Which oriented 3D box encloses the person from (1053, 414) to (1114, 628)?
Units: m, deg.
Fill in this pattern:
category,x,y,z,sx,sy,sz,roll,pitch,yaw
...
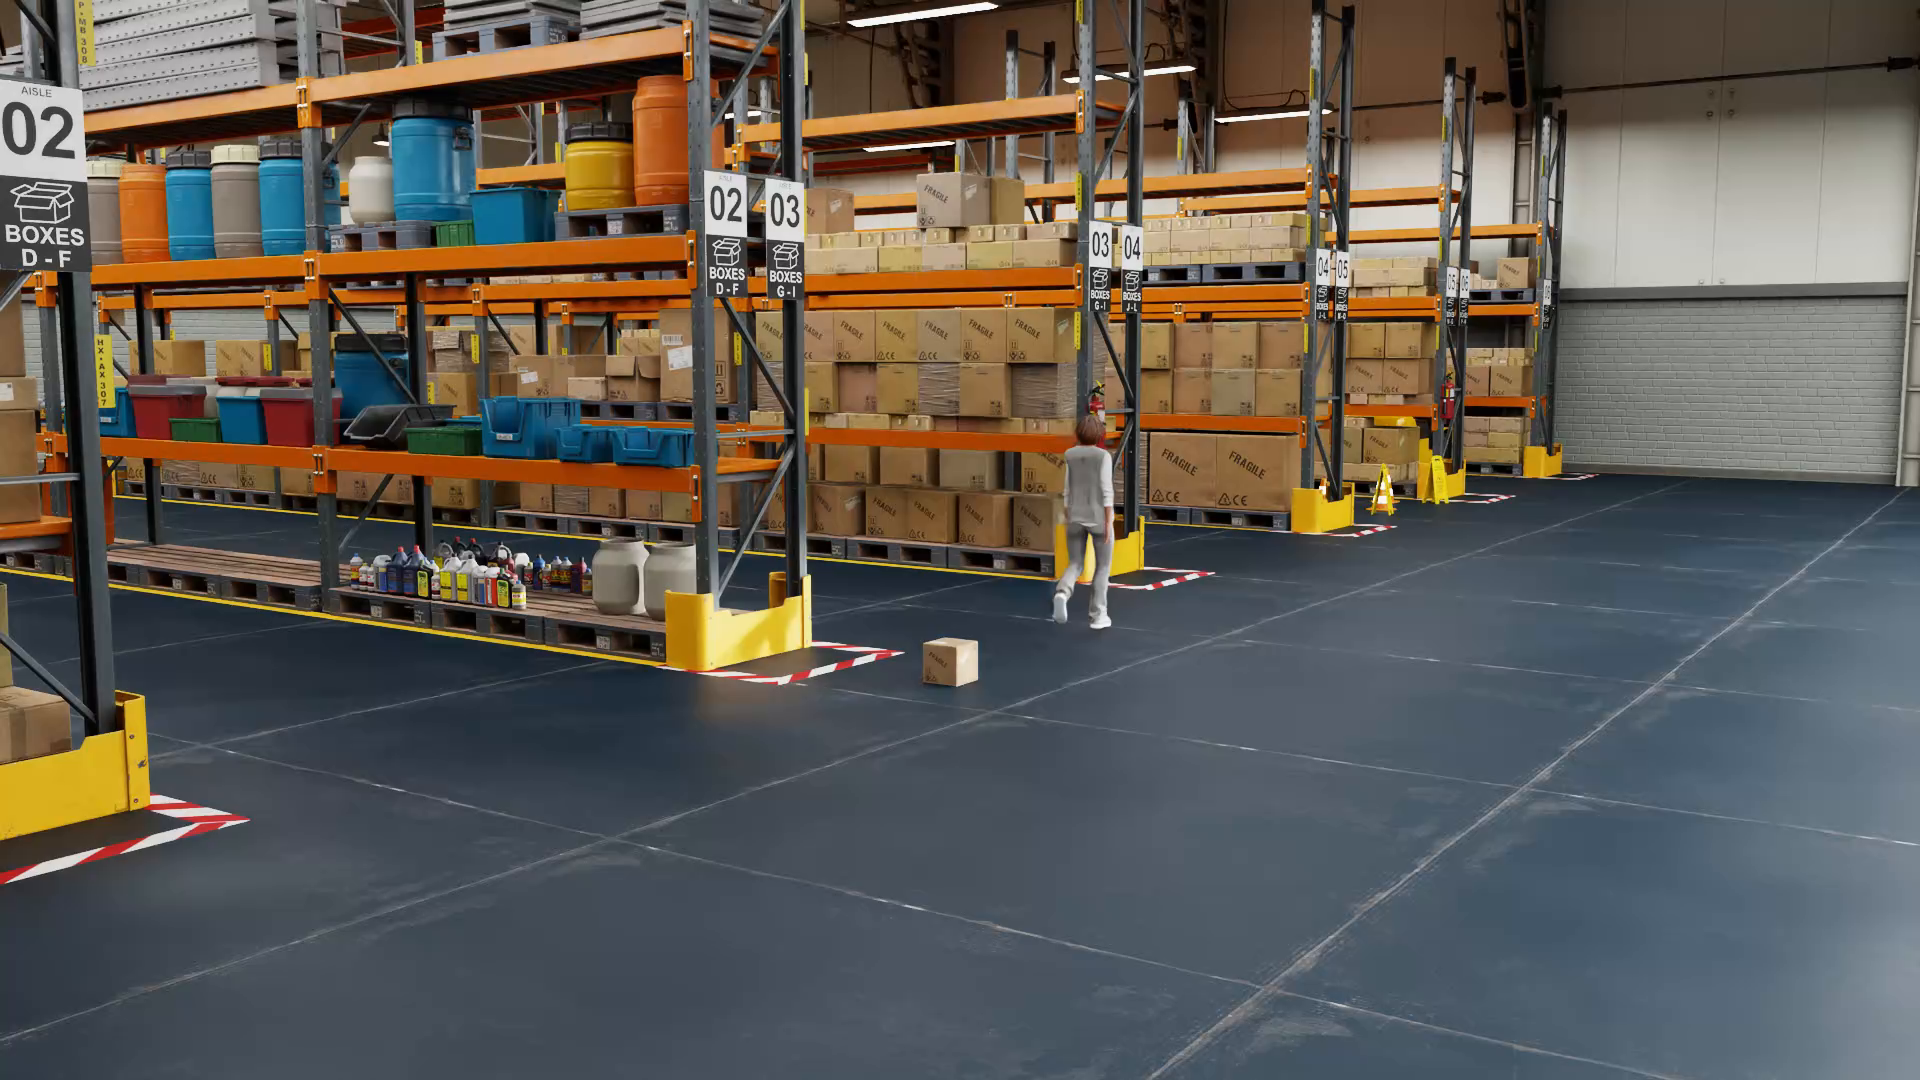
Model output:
category,x,y,z,sx,sy,sz,roll,pitch,yaw
person,0.917,-0.120,12.067,0.415,1.578,0.667,3,7,27
